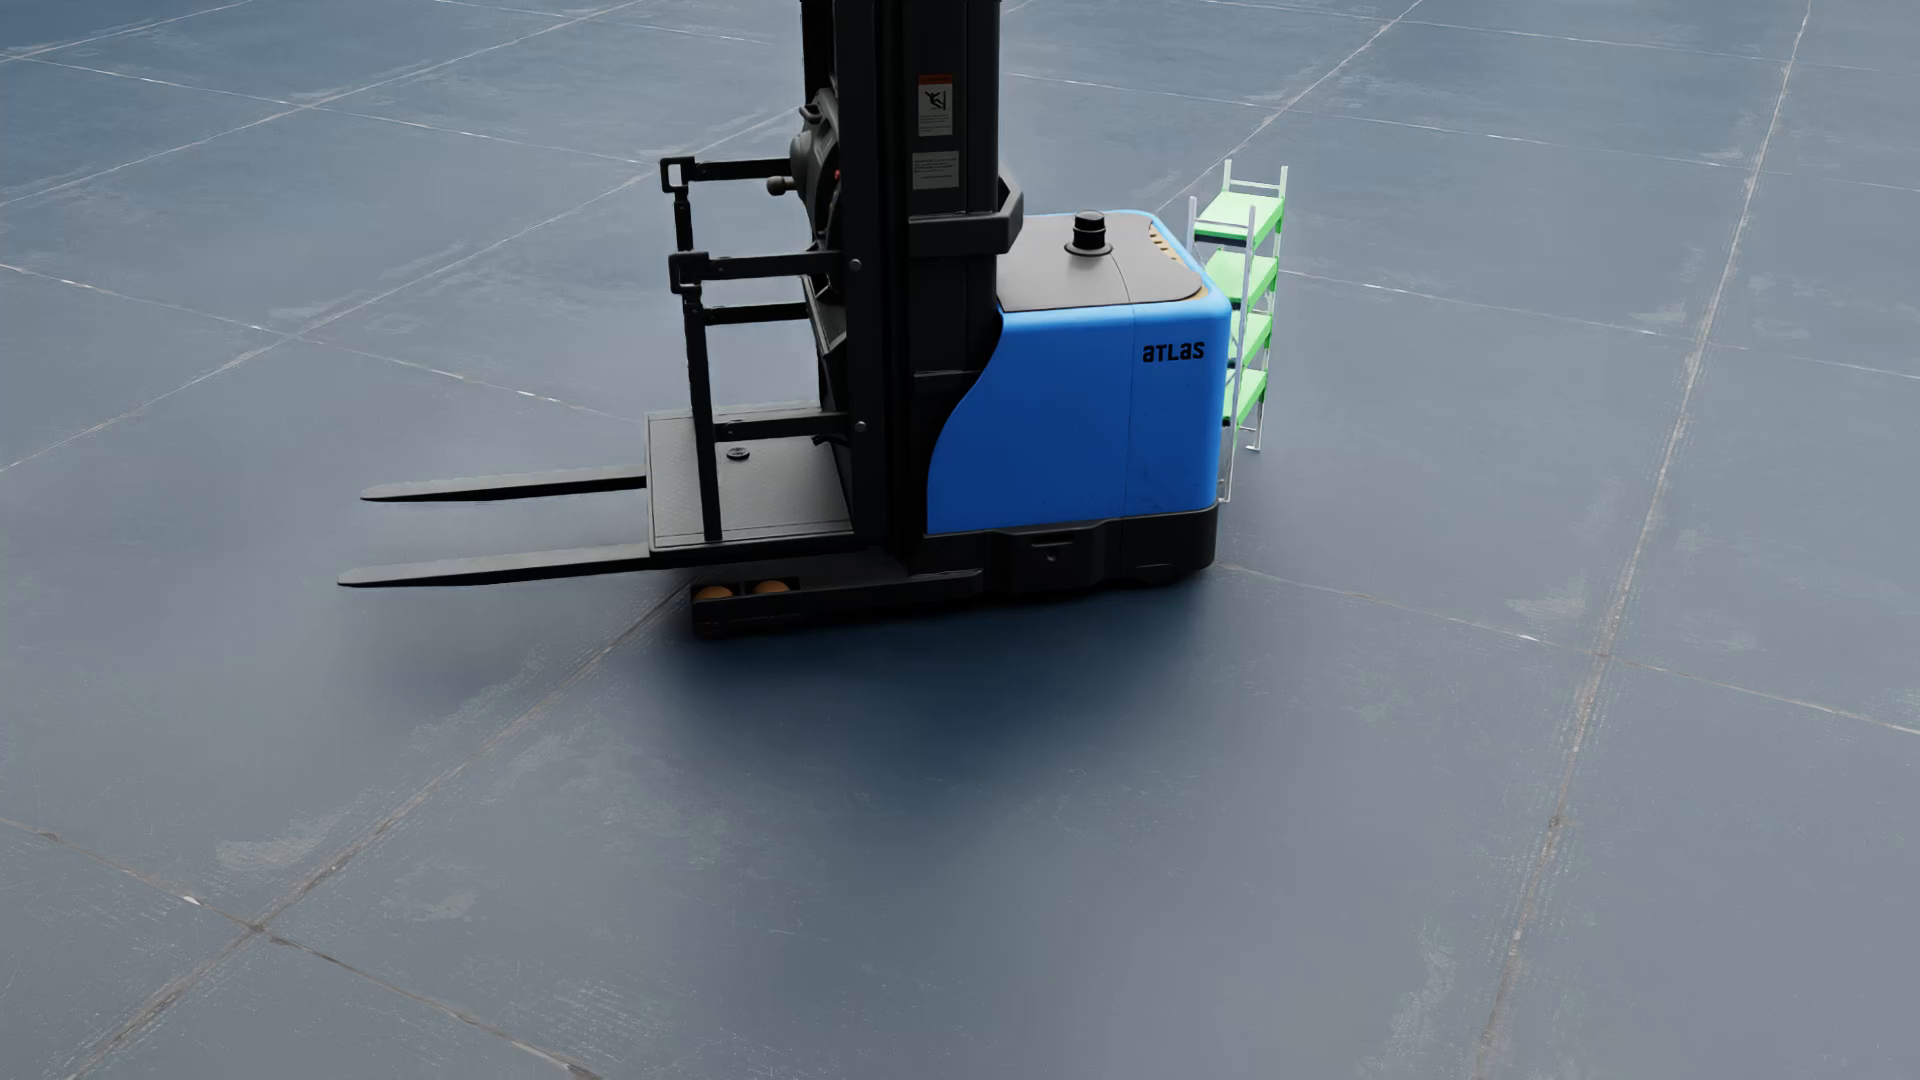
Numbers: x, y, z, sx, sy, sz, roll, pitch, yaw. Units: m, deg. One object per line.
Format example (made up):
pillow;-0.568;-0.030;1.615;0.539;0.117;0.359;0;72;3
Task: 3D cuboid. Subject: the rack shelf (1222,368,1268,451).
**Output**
rack shelf;1.036;-0.540;6.596;0.258;0.148;0.480;12;32;20

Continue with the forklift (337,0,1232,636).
forklift;-0.649;-1.229;5.448;3.031;2.935;1.130;-5;30;-9

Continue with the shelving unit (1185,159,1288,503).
shelving unit;1.036;-0.804;6.445;0.258;1.200;0.503;12;32;20

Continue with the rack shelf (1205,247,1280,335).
rack shelf;1.036;-0.956;6.357;0.258;0.148;0.480;12;32;20

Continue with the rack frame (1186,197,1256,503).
rack frame;0.942;-0.692;6.249;0.240;1.200;0.015;12;32;20

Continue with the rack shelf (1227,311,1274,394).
rack shelf;1.036;-0.748;6.476;0.258;0.148;0.480;12;32;20

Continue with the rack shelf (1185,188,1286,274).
rack shelf;1.036;-1.164;6.237;0.258;0.148;0.480;12;32;20

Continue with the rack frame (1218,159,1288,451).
rack frame;1.130;-0.916;6.640;0.240;1.200;0.015;12;32;20
